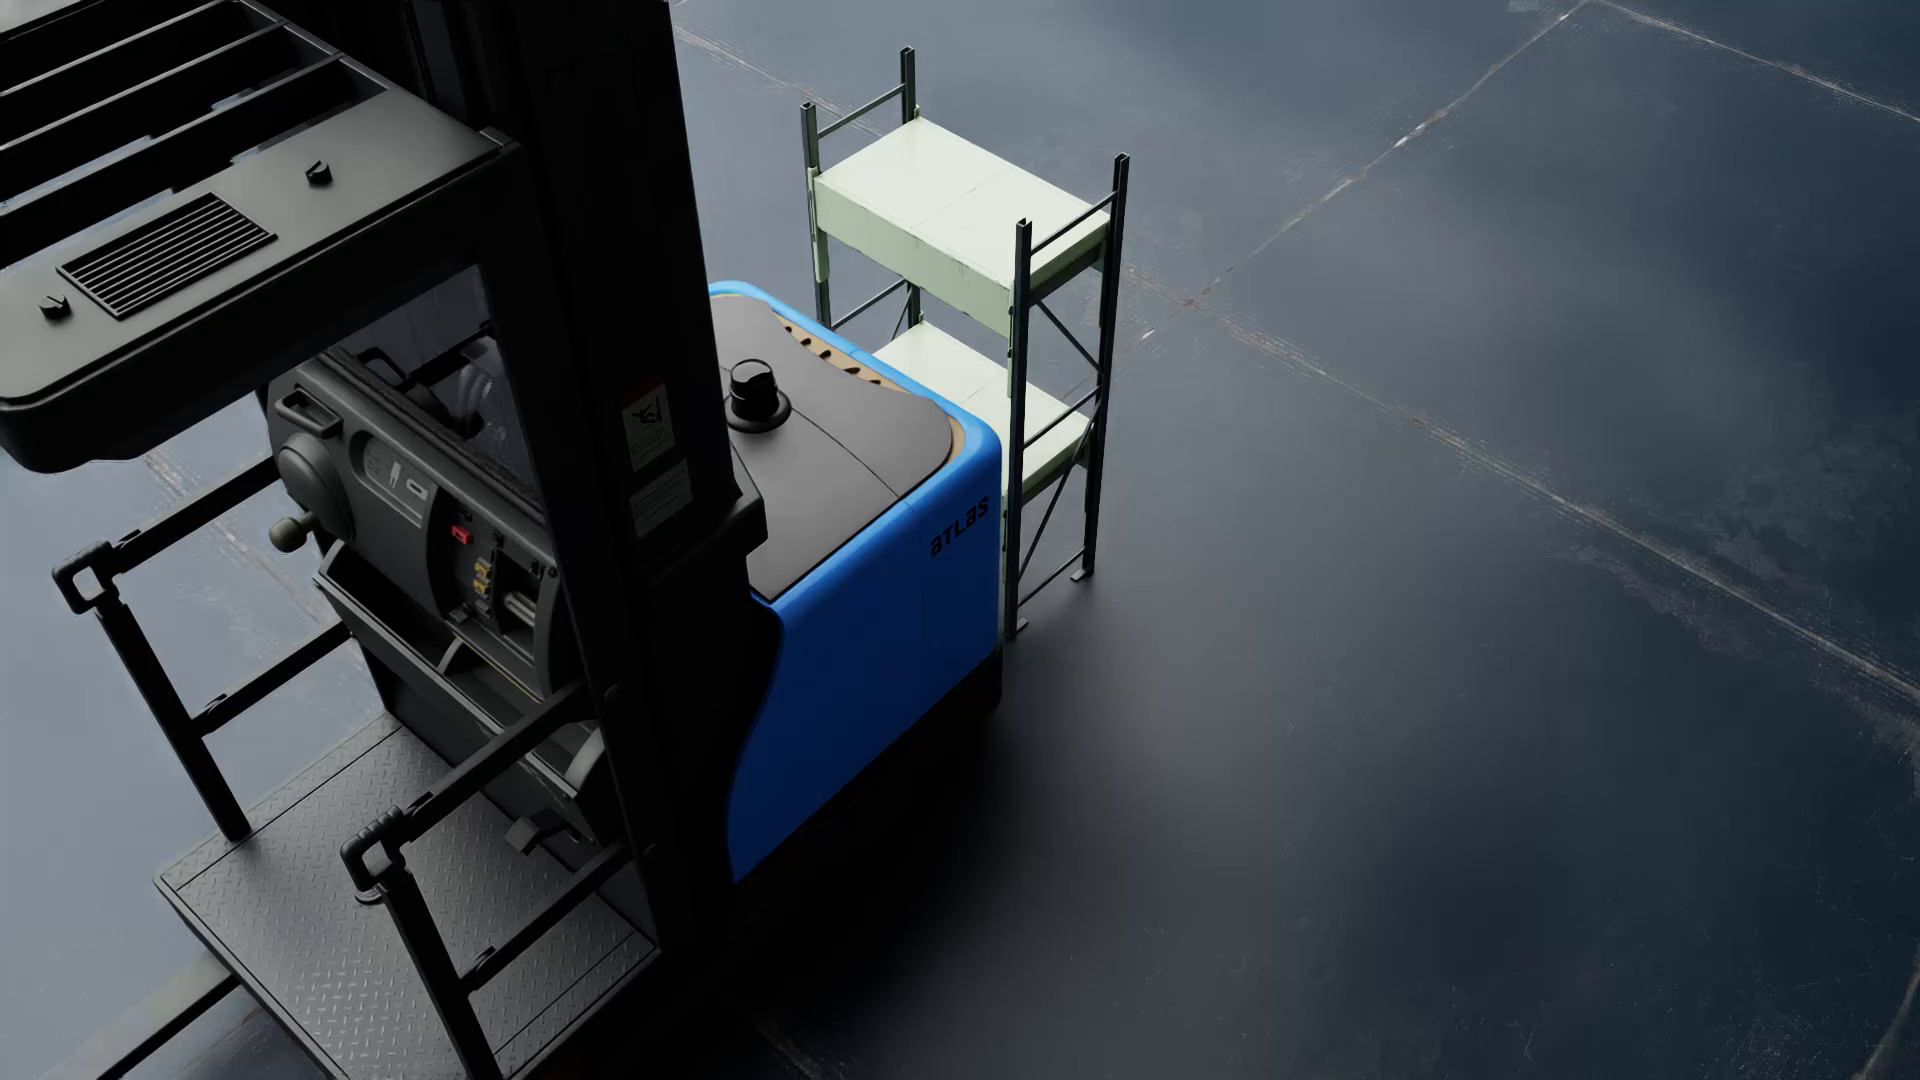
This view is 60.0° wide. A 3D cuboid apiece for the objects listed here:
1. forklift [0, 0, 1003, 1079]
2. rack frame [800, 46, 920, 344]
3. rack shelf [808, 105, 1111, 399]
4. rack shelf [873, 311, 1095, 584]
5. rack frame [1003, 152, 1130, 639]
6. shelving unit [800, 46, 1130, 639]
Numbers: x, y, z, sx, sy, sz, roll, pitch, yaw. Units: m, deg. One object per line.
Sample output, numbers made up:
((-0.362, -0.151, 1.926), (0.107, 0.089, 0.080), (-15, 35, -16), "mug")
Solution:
((-1.230, 0.050, 3.193), (1.130, 2.935, 3.031), (33, 55, 27), "forklift")
((-0.264, -0.691, 4.870), (0.023, 1.500, 0.400), (34, 55, 28), "rack frame")
((0.005, -0.777, 4.416), (0.720, 0.370, 0.431), (34, 55, 28), "rack shelf")
((0.005, -0.287, 4.938), (0.720, 0.370, 0.431), (34, 55, 28), "rack shelf")
((0.274, -0.329, 4.530), (0.023, 1.500, 0.400), (34, 55, 28), "rack frame")
((0.005, -0.510, 4.700), (0.755, 1.500, 0.431), (34, 55, 28), "shelving unit")
